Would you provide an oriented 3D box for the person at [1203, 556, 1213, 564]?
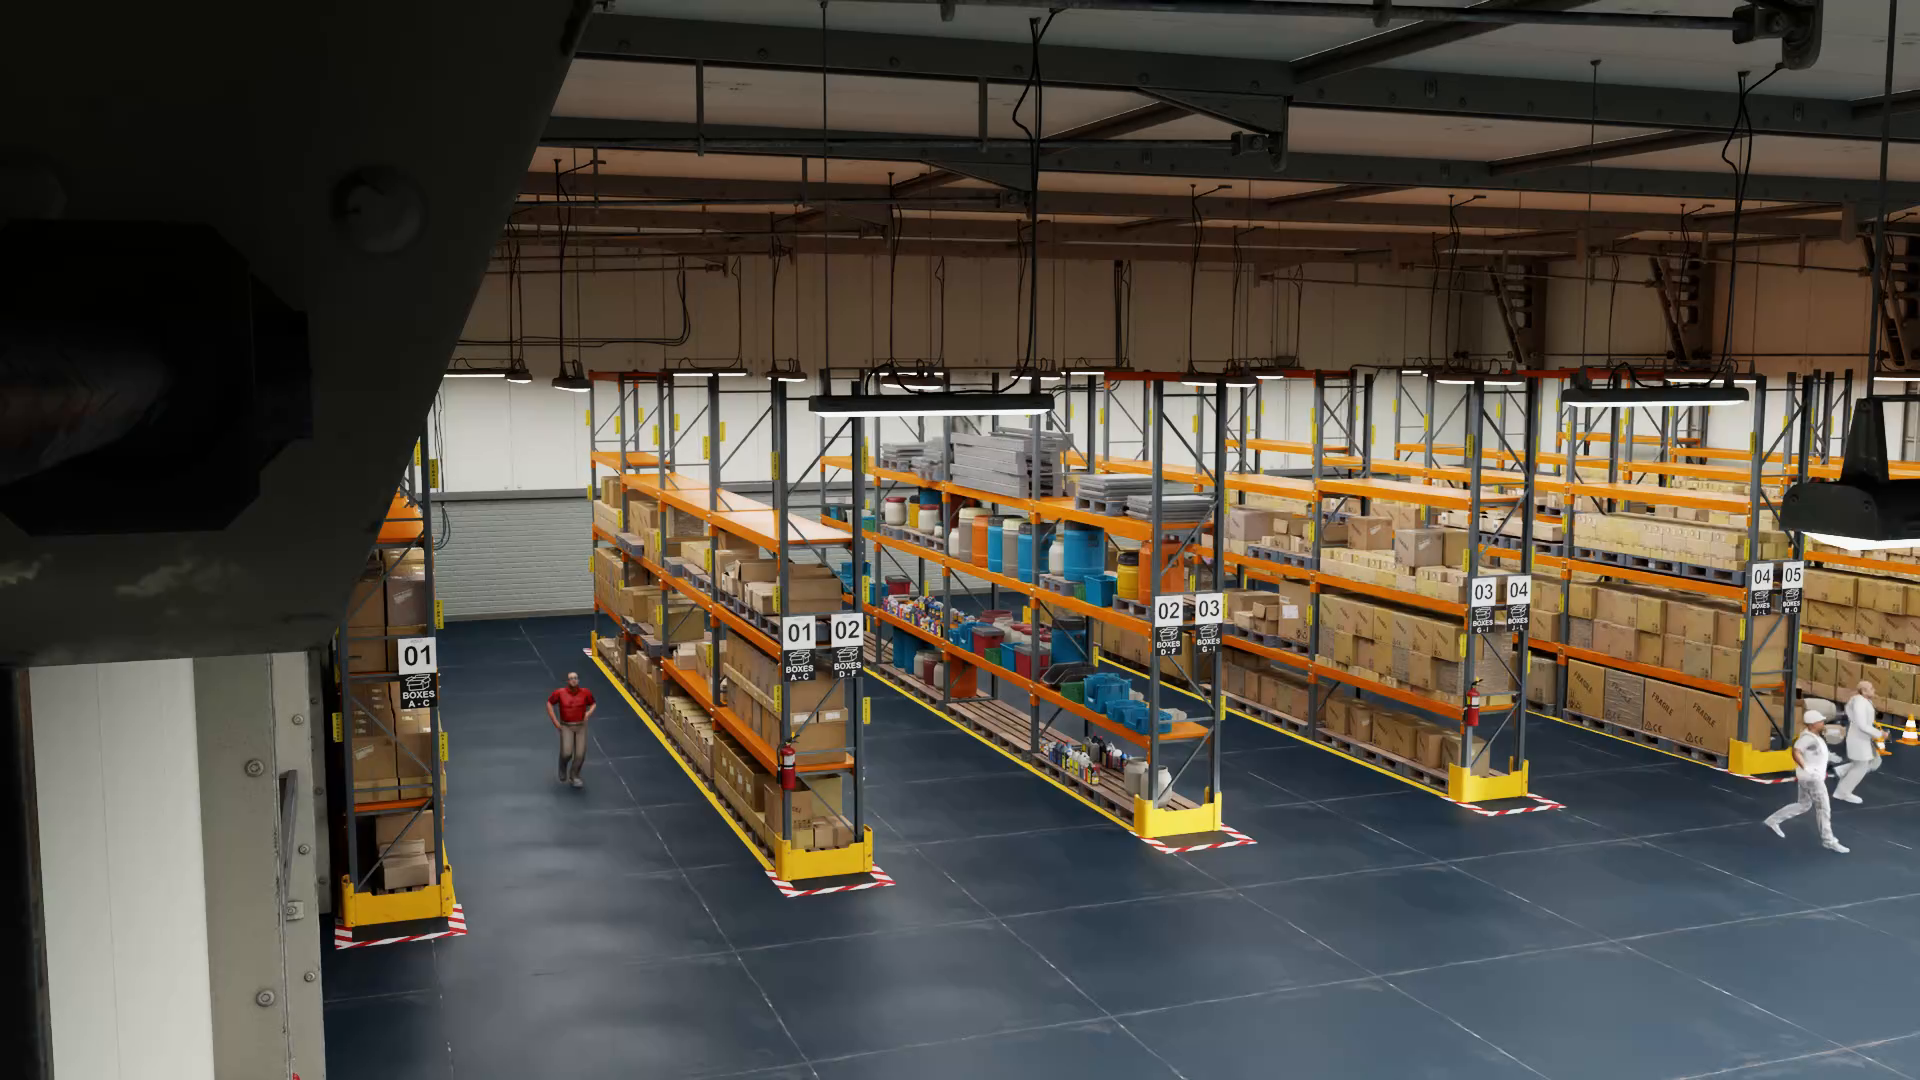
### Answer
[{"bbox_3d":[6.144,0.975,41.099,0.733,1.579,0.564,-4,8,-35],"label":"person"}]

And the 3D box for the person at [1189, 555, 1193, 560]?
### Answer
[{"bbox_3d":[5.383,1.169,38.890,0.624,1.696,0.676,-2,7,-17],"label":"person"}]

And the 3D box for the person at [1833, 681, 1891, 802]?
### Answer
[{"bbox_3d":[12.807,2.849,23.573,0.688,1.741,0.746,4,7,29],"label":"person"}]

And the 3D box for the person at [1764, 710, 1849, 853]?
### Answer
[{"bbox_3d":[10.874,3.061,21.296,0.988,1.792,0.682,2,7,20],"label":"person"}]

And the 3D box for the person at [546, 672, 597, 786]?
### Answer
[{"bbox_3d":[-5.658,2.777,24.358,0.710,1.689,0.563,-3,7,-23],"label":"person"}]
